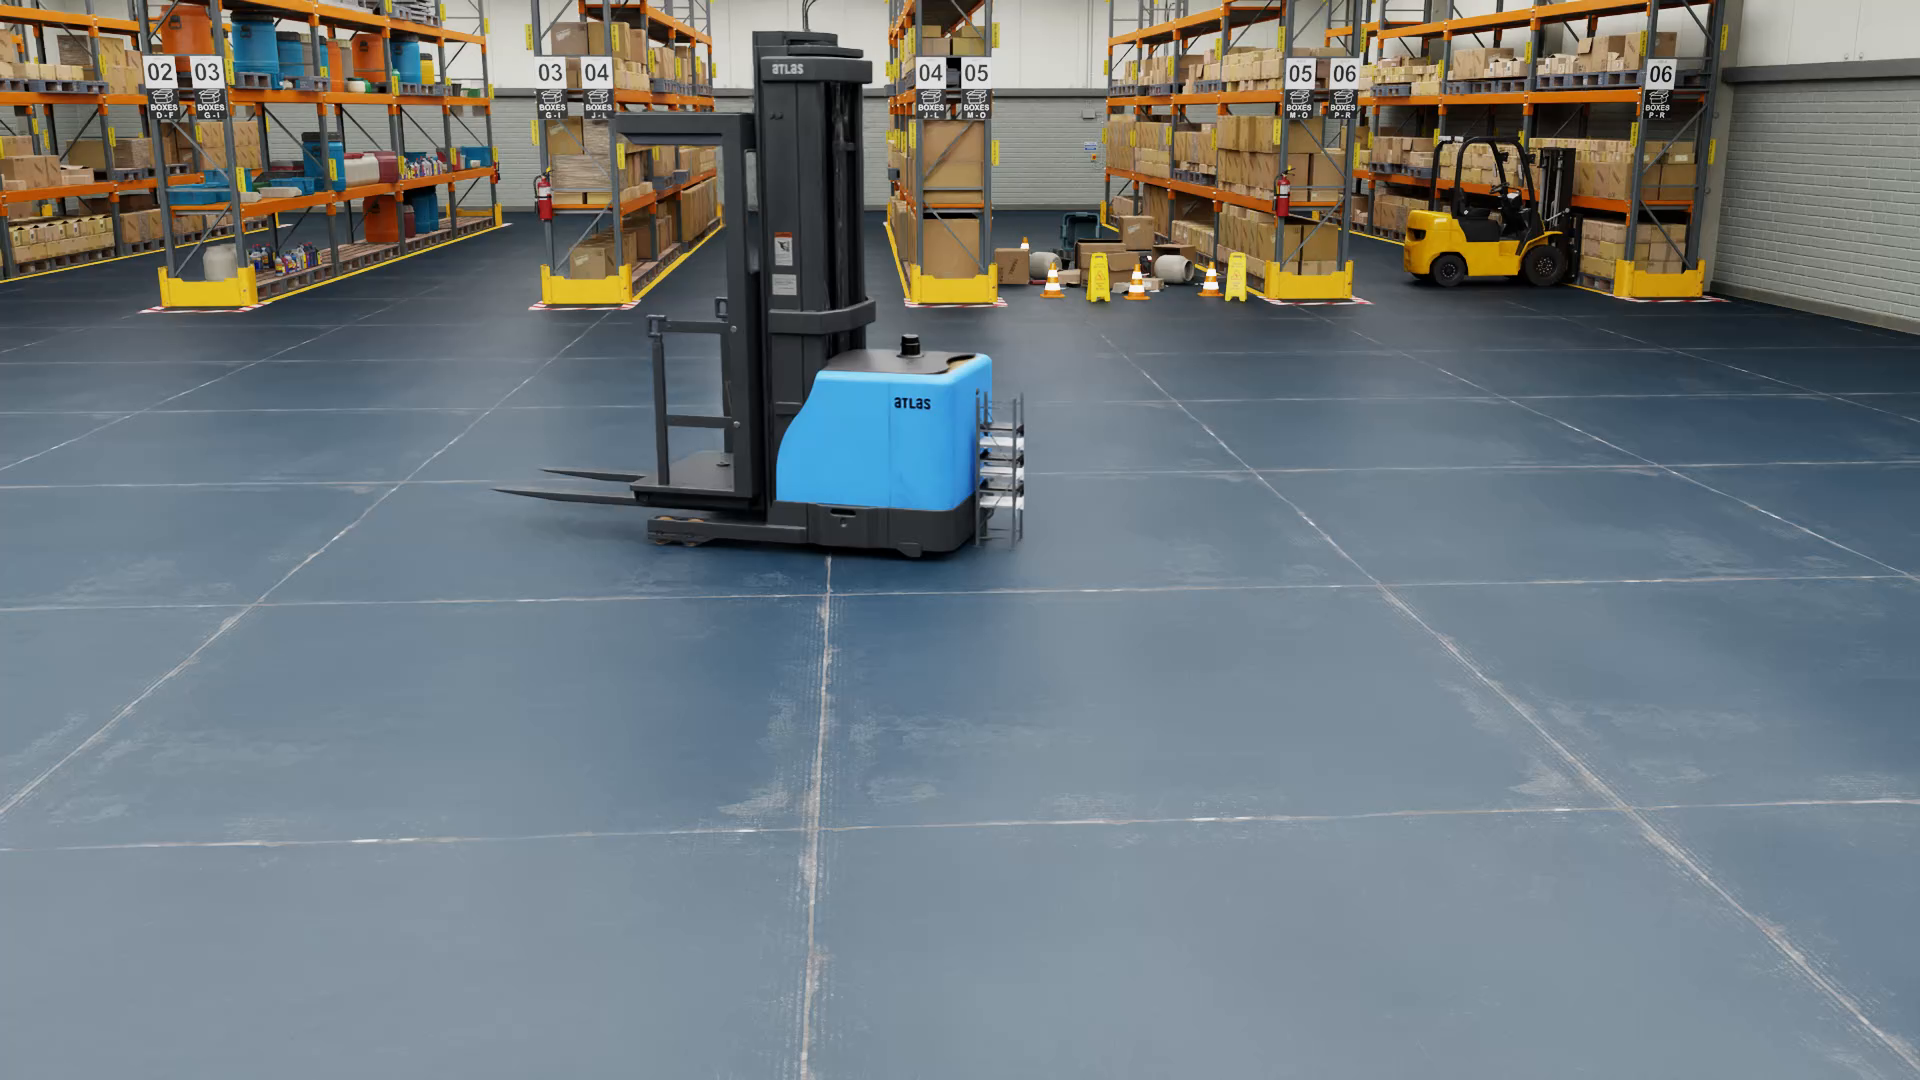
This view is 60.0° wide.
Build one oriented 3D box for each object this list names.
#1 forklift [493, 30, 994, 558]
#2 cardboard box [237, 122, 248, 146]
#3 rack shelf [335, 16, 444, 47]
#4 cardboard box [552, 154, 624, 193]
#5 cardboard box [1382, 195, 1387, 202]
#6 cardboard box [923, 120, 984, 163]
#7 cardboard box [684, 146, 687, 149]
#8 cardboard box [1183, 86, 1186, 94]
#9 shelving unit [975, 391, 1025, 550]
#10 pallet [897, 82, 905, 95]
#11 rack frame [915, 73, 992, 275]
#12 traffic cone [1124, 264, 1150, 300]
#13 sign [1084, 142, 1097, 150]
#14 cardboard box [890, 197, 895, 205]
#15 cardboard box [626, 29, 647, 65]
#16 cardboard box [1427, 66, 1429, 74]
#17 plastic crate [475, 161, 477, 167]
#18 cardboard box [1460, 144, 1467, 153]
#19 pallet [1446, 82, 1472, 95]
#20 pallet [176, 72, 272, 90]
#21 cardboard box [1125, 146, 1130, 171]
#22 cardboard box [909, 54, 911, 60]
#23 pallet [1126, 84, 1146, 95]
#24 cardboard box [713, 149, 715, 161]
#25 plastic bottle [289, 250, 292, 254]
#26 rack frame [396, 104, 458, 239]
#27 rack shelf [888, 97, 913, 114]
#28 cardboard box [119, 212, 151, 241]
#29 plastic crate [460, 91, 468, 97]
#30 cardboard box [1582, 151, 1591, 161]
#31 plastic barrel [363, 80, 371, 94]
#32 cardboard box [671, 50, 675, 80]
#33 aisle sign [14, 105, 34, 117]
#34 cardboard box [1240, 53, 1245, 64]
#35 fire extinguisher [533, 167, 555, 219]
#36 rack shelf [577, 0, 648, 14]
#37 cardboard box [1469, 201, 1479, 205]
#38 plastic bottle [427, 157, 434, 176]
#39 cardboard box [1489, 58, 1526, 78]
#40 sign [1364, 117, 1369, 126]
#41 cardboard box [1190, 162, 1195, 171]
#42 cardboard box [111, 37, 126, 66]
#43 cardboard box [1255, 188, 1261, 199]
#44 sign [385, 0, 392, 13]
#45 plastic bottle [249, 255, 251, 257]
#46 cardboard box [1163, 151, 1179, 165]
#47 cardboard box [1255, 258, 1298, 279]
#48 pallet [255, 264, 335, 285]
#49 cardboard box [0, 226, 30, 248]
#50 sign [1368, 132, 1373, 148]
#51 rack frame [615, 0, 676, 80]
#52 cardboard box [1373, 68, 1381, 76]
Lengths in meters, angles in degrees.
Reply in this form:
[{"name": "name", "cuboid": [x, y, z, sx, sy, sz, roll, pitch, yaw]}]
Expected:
[{"name": "forklift", "cuboid": [-1.368, -1.501, 9.977, 3.031, 2.935, 1.130, 4, 15, 15]}, {"name": "cardboard box", "cuboid": [-15.551, -8.661, 35.460, 0.500, 0.500, 0.500, 0, 14, -2]}, {"name": "rack shelf", "cuboid": [-10.606, -9.436, 30.886, 1.077, 0.370, 4.000, -1, 14, -3]}, {"name": "cardboard box", "cuboid": [-5.049, -4.992, 22.609, 0.875, 0.500, 0.500, -1, 14, -3]}, {"name": "cardboard box", "cuboid": [8.910, -7.023, 34.173, 0.380, 0.149, 0.250, -1, 14, -5]}, {"name": "cardboard box", "cuboid": [-0.070, -5.402, 22.533, 0.875, 0.550, 0.550, -1, 14, -3]}, {"name": "cardboard box", "cuboid": [-5.707, -7.851, 32.306, 0.797, 0.503, 0.637, -1, 14, -3]}, {"name": "cardboard box", "cuboid": [4.202, -8.054, 29.796, 0.380, 0.149, 0.250, -1, 14, -3]}, {"name": "shelving unit", "cuboid": [0.235, -0.411, 9.816, 0.258, 0.900, 0.210, 4, 15, 14]}, {"name": "pallet", "cuboid": [-0.489, -7.905, 29.089, 1.213, 0.211, 1.003, 0, 14, -1]}, {"name": "rack frame", "cuboid": [-0.086, -4.713, 22.325, 1.000, 3.000, 0.127, -1, 14, -3]}, {"name": "traffic cone", "cuboid": [2.447, -3.572, 22.979, 0.336, 0.463, 0.334, -1, 14, -3]}, {"name": "sign", "cuboid": [3.432, -10.341, 43.657, 0.327, 0.218, 0.001, -1, 14, -3]}, {"name": "cardboard box", "cuboid": [-1.359, -7.536, 36.982, 0.380, 0.149, 0.250, -1, 14, -4]}, {"name": "cardboard box", "cuboid": [-5.008, -7.436, 25.086, 0.500, 0.500, 0.500, -1, 14, -5]}, {"name": "cardboard box", "cuboid": [9.038, -8.876, 31.390, 0.380, 0.149, 0.250, -1, 14, -4]}, {"name": "plastic crate", "cuboid": [-10.743, -8.194, 36.261, 0.396, 0.136, 0.243, -1, 14, -3]}, {"name": "cardboard box", "cuboid": [9.120, -6.966, 29.578, 0.380, 0.149, 0.250, -1, 14, -3]}, {"name": "pallet", "cuboid": [9.438, -8.076, 29.753, 1.213, 0.211, 1.003, 0, 14, -1]}, {"name": "pallet", "cuboid": [-9.940, -6.154, 22.283, 1.003, 0.211, 1.213, -1, 14, -3]}, {"name": "cardboard box", "cuboid": [3.783, -8.087, 35.237, 0.500, 0.500, 0.500, -1, 14, -5]}, {"name": "cardboard box", "cuboid": [-0.456, -6.856, 23.293, 0.500, 0.250, 0.500, -1, 14, -4]}, {"name": "pallet", "cuboid": [4.064, -9.413, 34.748, 1.003, 0.211, 1.213, -1, 14, -3]}, {"name": "cardboard box", "cuboid": [-5.739, -8.596, 37.120, 0.500, 0.250, 0.500, -1, 14, -4]}, {"name": "plastic bottle", "cuboid": [-9.975, -4.186, 24.844, 0.061, 0.283, 0.133, -1, 14, -3]}, {"name": "rack frame", "cuboid": [-10.730, -7.570, 33.427, 1.000, 3.000, 0.127, -1, 14, -3]}, {"name": "rack shelf", "cuboid": [-0.953, -9.299, 35.573, 1.077, 0.370, 4.000, -1, 14, -3]}, {"name": "cardboard box", "cuboid": [-15.207, -5.750, 30.487, 0.500, 0.500, 0.500, -1, 14, -5]}, {"name": "plastic crate", "cuboid": [-10.602, -9.379, 34.970, 0.437, 0.136, 0.530, -1, 14, -3]}, {"name": "cardboard box", "cuboid": [9.397, -5.656, 24.485, 0.380, 0.149, 0.250, -1, 14, -3]}, {"name": "plastic barrel", "cuboid": [-10.416, -7.892, 28.971, 0.294, 0.245, 0.294, 0, 14, 0]}, {"name": "cardboard box", "cuboid": [-5.259, -8.280, 28.963, 0.500, 0.500, 0.500, -1, 14, -2]}, {"name": "aisle sign", "cuboid": [-20.571, -9.693, 36.463, 0.394, 0.787, 0.004, -1, 14, -3]}, {"name": "cardboard box", "cuboid": [4.402, -7.187, 24.823, 0.380, 0.149, 0.250, -1, 14, -5]}, {"name": "fire extinguisher", "cuboid": [-5.496, -4.589, 21.997, 0.296, 0.674, 0.183, -1, 14, -3]}, {"name": "rack shelf", "cuboid": [-5.167, -7.715, 23.401, 1.077, 0.370, 4.000, -1, 14, -3]}, {"name": "cardboard box", "cuboid": [9.585, -6.323, 31.455, 0.380, 0.149, 0.250, 0, 14, -1]}, {"name": "plastic bottle", "cuboid": [-10.335, -7.276, 32.386, 0.144, 0.351, 0.185, -1, 14, -3]}, {"name": "cardboard box", "cuboid": [9.219, -7.916, 27.887, 0.500, 0.311, 0.500, -1, 14, -5]}, {"name": "sign", "cuboid": [9.366, -9.589, 38.317, 0.100, 0.325, 0.005, -1, 14, -3]}, {"name": "cardboard box", "cuboid": [4.231, -6.535, 29.068, 0.380, 0.149, 0.250, 0, 14, 0]}, {"name": "cardboard box", "cuboid": [-15.510, -8.847, 30.164, 0.500, 0.500, 0.500, -1, 14, -3]}, {"name": "cardboard box", "cuboid": [4.444, -4.972, 23.834, 0.380, 0.149, 0.250, -1, 14, -2]}, {"name": "sign", "cuboid": [-9.933, -9.334, 28.893, 0.100, 0.325, 0.005, -1, 14, -3]}, {"name": "plastic bottle", "cuboid": [-10.560, -4.151, 24.571, 0.144, 0.351, 0.185, -1, 14, -4]}, {"name": "cardboard box", "cuboid": [4.069, -7.090, 30.862, 0.500, 0.250, 0.500, -1, 14, -4]}, {"name": "cardboard box", "cuboid": [4.528, -3.889, 23.799, 0.500, 0.250, 0.500, -1, 14, -4]}, {"name": "pallet", "cuboid": [-10.234, -4.062, 25.390, 1.003, 0.211, 1.213, -1, 14, -3]}, {"name": "cardboard box", "cuboid": [-14.955, -4.755, 26.036, 0.500, 0.311, 0.500, -1, 14, -3]}, {"name": "sign", "cuboid": [8.518, -8.286, 34.473, 0.100, 0.325, 0.005, -1, 14, -3]}, {"name": "rack frame", "cuboid": [-5.538, -9.557, 29.111, 1.000, 3.000, 0.127, -1, 14, -3]}, {"name": "cardboard box", "cuboid": [8.639, -9.523, 33.861, 0.380, 0.149, 0.250, 0, 14, -2]}]
